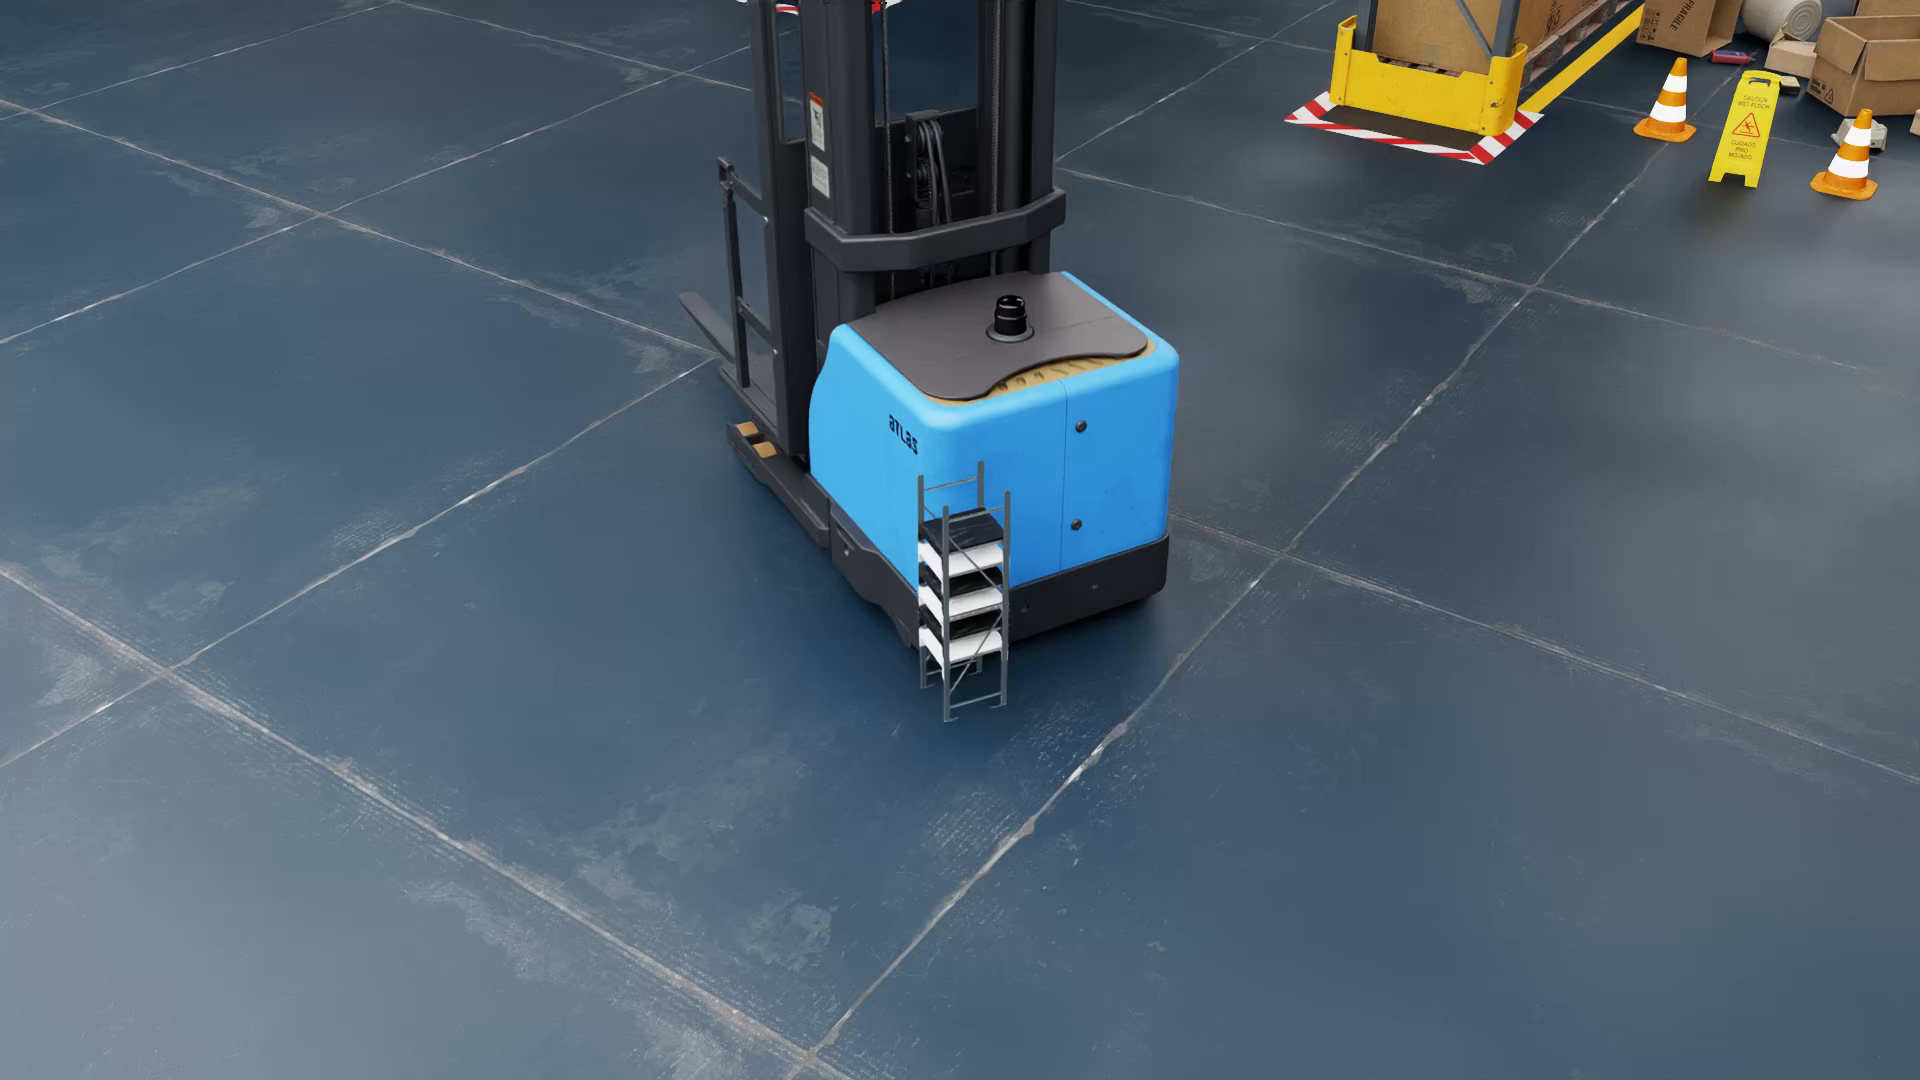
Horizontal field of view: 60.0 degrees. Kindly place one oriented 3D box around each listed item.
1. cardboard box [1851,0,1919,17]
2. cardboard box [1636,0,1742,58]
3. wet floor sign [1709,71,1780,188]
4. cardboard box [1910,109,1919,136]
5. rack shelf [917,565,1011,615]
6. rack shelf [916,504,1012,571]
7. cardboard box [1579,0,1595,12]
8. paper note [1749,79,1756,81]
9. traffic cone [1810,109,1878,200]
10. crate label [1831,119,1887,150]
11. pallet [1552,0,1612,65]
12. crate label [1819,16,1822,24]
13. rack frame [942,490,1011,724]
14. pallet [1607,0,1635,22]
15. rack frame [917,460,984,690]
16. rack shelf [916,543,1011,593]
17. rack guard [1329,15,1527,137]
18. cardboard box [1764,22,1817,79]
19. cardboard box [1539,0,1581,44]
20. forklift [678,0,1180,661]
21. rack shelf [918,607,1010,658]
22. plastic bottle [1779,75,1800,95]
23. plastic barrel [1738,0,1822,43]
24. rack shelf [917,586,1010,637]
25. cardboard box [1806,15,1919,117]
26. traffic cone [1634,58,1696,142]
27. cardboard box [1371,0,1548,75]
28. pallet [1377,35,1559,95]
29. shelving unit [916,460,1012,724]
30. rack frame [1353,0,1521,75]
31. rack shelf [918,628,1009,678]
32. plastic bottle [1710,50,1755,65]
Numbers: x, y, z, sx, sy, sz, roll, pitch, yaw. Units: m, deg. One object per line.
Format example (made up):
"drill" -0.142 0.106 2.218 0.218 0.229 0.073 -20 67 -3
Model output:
"cardboard box" 6.596 -3.597 11.498 0.797 0.637 0.503 21 39 28
"cardboard box" 5.263 -3.823 11.955 0.500 0.500 0.500 29 44 36
"wet floor sign" 4.634 -2.438 9.779 0.267 0.644 0.232 14 37 20
"cardboard box" 6.236 -2.592 10.450 0.250 0.149 0.380 -15 37 -21
"rack shelf" 0.012 0.140 5.639 0.258 0.077 0.200 -14 37 -20
"rack shelf" 0.012 -0.009 5.538 0.258 0.077 0.200 -14 37 -20
"cardboard box" 4.378 -4.511 12.264 0.875 0.875 0.875 22 40 29
"paper note" 5.405 -3.151 11.400 0.123 0.001 0.032 -15 37 -21
"traffic cone" 5.228 -2.282 9.711 0.336 0.463 0.334 21 39 28
"crate label" 5.625 -2.528 10.367 0.250 0.136 0.298 3 34 4
"pallet" 4.112 -3.856 12.264 1.003 0.211 1.213 21 39 28
"crate label" 6.240 -3.895 12.387 0.298 0.136 0.250 -3 34 -4
"rack frame" 0.054 0.238 5.594 0.240 0.900 0.006 -14 37 -20
"pallet" 4.807 -4.420 13.098 1.003 0.211 1.213 21 39 28
"rack frame" -0.030 0.135 5.747 0.240 0.900 0.006 -14 37 -20
"rack shelf" 0.012 0.065 5.589 0.258 0.077 0.200 -14 37 -20
"rack guard" 3.011 -3.013 10.759 1.175 0.500 0.348 21 39 28
"cardboard box" 5.838 -3.388 11.523 0.396 0.266 0.258 29 44 36
"cardboard box" 3.857 -4.092 11.645 0.875 0.875 0.875 21 39 27
"forklift" -0.359 -1.579 6.468 1.130 2.935 3.031 -17 38 -23
"rack shelf" 0.012 0.289 5.740 0.258 0.077 0.200 -14 37 -20
"plastic bottle" 5.599 -3.091 11.267 0.133 0.061 0.283 8 35 12
"plastic barrel" 5.918 -3.821 12.022 0.421 0.421 0.512 -9 35 -13
"rack shelf" 0.012 0.214 5.689 0.258 0.077 0.200 -14 37 -20
"cardboard box" 6.070 -3.108 10.896 0.797 0.503 0.637 -3 34 -4
"traffic cone" 4.494 -2.799 10.476 0.336 0.463 0.334 21 39 28
"cardboard box" 3.357 -3.686 11.045 0.875 0.875 0.875 21 40 28
"pallet" 3.416 -3.297 11.437 1.003 0.211 1.213 21 39 28
"shelving unit" 0.012 0.187 5.671 0.258 0.900 0.210 -14 37 -20
"rack frame" 3.024 -4.059 10.075 1.000 3.000 0.127 21 39 28
"rack shelf" 0.012 0.363 5.790 0.258 0.077 0.200 -14 37 -20
"plastic bottle" 5.447 -3.400 11.723 0.283 0.061 0.133 8 35 12
